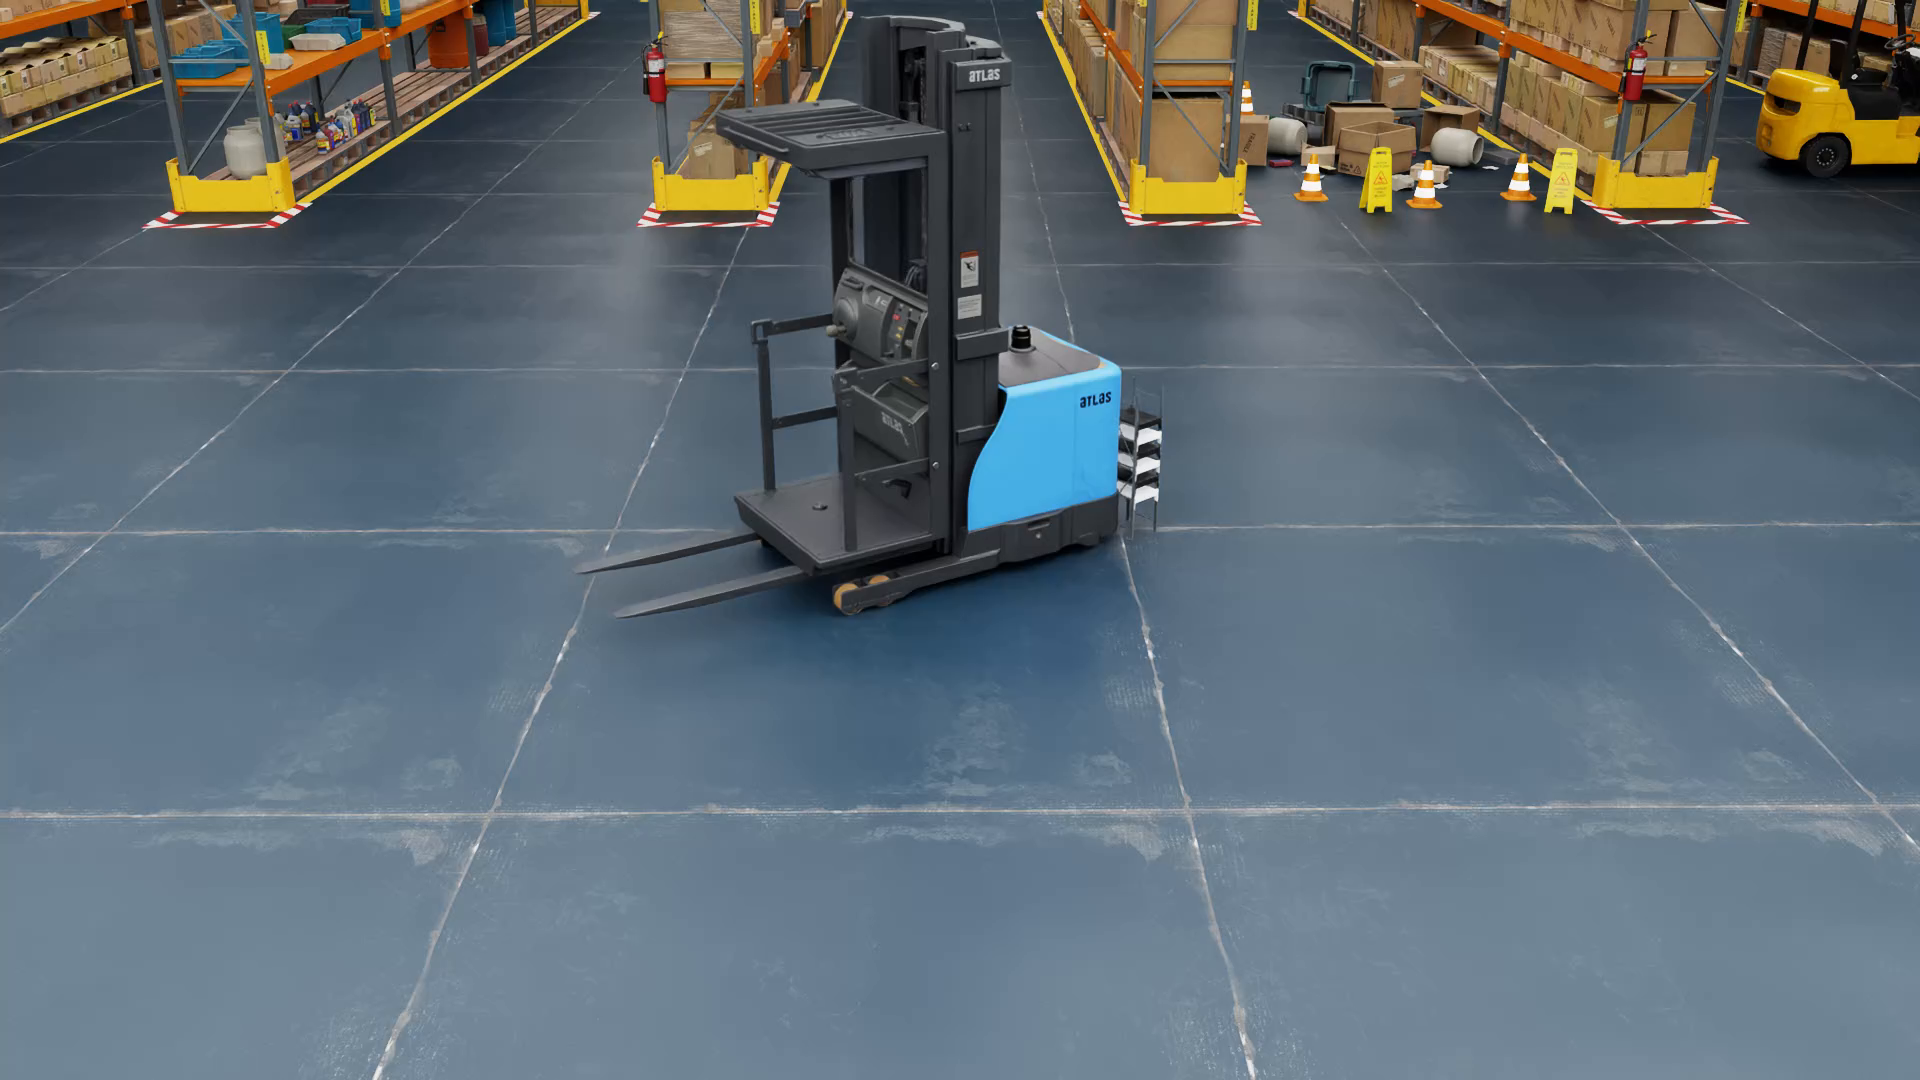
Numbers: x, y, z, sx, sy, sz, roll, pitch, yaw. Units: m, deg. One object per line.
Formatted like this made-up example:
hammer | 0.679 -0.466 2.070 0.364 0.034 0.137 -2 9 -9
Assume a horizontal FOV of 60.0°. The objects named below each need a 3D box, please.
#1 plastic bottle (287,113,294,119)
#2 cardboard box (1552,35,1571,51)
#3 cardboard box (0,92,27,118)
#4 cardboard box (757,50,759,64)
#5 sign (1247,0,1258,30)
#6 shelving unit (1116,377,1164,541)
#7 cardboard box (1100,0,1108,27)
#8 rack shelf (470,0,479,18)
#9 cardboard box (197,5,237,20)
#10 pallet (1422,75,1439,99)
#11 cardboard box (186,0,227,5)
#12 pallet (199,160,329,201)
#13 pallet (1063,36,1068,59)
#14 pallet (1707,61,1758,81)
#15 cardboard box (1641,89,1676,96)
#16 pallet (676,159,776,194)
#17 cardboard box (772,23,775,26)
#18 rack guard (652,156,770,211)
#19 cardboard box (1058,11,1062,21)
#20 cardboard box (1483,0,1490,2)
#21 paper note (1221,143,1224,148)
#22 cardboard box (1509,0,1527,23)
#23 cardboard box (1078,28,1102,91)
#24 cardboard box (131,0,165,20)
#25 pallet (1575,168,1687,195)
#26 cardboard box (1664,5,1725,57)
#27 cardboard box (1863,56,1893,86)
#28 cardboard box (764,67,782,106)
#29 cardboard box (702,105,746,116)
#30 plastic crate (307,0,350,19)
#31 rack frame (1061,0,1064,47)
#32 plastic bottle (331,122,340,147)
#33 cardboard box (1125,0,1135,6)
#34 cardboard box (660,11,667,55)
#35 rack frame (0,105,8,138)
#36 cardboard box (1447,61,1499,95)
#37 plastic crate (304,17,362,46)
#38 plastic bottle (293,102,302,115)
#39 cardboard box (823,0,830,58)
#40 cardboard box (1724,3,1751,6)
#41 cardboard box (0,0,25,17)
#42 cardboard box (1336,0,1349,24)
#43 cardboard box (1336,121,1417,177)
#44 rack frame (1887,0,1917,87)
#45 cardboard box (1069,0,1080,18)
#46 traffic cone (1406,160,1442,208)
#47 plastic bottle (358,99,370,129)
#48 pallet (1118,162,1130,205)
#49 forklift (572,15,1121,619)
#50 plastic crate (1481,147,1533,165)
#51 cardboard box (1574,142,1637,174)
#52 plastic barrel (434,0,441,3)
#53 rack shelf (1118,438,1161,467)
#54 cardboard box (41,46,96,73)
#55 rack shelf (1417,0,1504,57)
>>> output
plastic bottle | -7.962 -4.954 19.841 0.097 0.271 0.097 0 24 0
cardboard box | 6.983 -5.660 18.929 0.380 0.149 0.250 0 24 -1
cardboard box | -12.306 -5.555 21.219 0.500 0.250 0.500 -1 24 -2
cardboard box | -2.360 -5.157 17.817 0.380 0.149 0.250 0 24 -1
sign | 2.915 -5.255 16.582 0.100 0.325 0.005 0 24 -1
shelving unit | 1.007 -0.469 9.695 0.210 0.900 0.258 -20 31 -37
cardboard box | 2.044 -6.732 20.873 0.500 0.500 0.500 0 24 -1
rack shelf | -7.662 -8.614 26.029 1.077 0.370 4.000 0 24 -1
cardboard box | -12.345 -8.605 27.635 0.500 0.500 0.500 0 24 -1
pallet | 7.229 -6.592 24.069 1.003 0.211 1.213 0 24 -1
cardboard box | -12.927 -9.040 28.598 0.500 0.500 0.500 0 24 -1
pallet | -7.604 -3.917 18.154 1.003 0.211 1.213 0 24 -1
pallet | 2.239 -8.178 27.575 1.003 0.211 1.213 0 24 -1
pallet | 12.215 -7.246 25.515 1.003 0.211 1.213 0 24 -1
cardboard box | 7.566 -4.727 18.479 0.500 0.500 0.500 -1 24 -3
pallet | -2.575 -3.939 18.204 1.003 0.211 1.213 0 24 -1
cardboard box | -2.412 -6.084 19.866 0.380 0.149 0.250 0 24 -1
rack guard | -2.601 -3.736 17.404 1.175 0.500 0.348 0 24 -1
cardboard box | 1.893 -9.037 28.679 0.380 0.149 0.250 -1 24 -3
cardboard box | 6.960 -7.039 21.468 0.380 0.149 0.250 -1 24 -1
paper note | 3.230 -4.847 20.429 0.147 0.020 0.142 -19 31 -36
cardboard box | 6.991 -6.535 20.077 0.500 0.500 0.500 0 24 -1
cardboard box | 2.203 -6.675 23.090 1.050 0.750 0.750 0 24 0
cardboard box | -12.859 -8.329 26.116 0.500 0.250 0.500 -1 24 -2
pallet | 7.335 -3.984 18.302 1.003 0.211 1.213 0 24 -1
cardboard box | 7.581 -5.266 17.270 0.500 0.500 0.500 -1 24 -1
cardboard box | 12.212 -5.885 21.493 0.875 0.625 0.625 1 24 2
cardboard box | -2.629 -5.806 21.448 0.700 0.500 0.500 -2 24 -5
cardboard box | -2.619 -4.658 18.932 0.500 0.500 0.500 2 24 4
plastic crate | -7.908 -6.697 20.839 0.402 0.464 0.583 0 24 -1
rack frame | 2.229 -9.769 27.710 1.000 3.000 0.127 0 24 -1
plastic bottle | -7.266 -4.710 19.300 0.097 0.271 0.097 0 24 0
cardboard box | 2.291 -6.213 18.355 0.875 0.550 0.500 0 24 -1
cardboard box | -2.704 -5.457 17.693 0.875 0.500 0.500 0 24 -1
rack frame | -12.550 -6.449 20.369 1.000 3.000 0.127 0 24 -1
cardboard box | 7.237 -6.329 22.783 0.950 0.372 0.625 1 24 1
plastic crate | -7.313 -5.947 19.439 0.499 0.251 0.616 0 24 -1
plastic bottle | -8.003 -5.129 20.130 0.144 0.351 0.185 0 24 1
cardboard box | -2.676 -8.015 25.901 1.225 0.875 0.875 0 24 0
cardboard box | 12.491 -8.521 26.687 0.380 0.149 0.250 0 24 0
cardboard box | -12.548 -7.028 21.528 0.500 0.500 0.500 1 24 3
cardboard box | 7.268 -9.485 29.681 0.875 0.438 0.875 -1 24 -2
cardboard box | 4.758 -4.463 19.007 0.797 0.503 0.637 -19 31 -36
rack frame | 12.229 -6.560 20.615 1.000 3.000 0.127 0 24 -1
cardboard box | 1.983 -8.428 26.358 0.500 0.250 0.500 1 24 1
traffic cone | 4.908 -3.759 17.499 0.336 0.463 0.334 0 24 -1
plastic bottle | -7.301 -5.199 20.286 0.144 0.351 0.185 -1 24 -2
pallet | 2.273 -3.883 18.079 1.003 0.211 1.213 0 24 -1
forklift | -0.606 -1.183 8.809 3.031 2.935 1.130 -14 28 -28
plastic crate | 6.463 -4.555 19.725 0.402 0.080 0.583 -9 26 -19
cardboard box | 7.031 -4.168 18.154 0.500 0.250 0.500 0 24 -1
plastic barrel | -7.416 -7.746 23.101 0.421 0.512 0.421 0 24 0
rack shelf | 1.007 -0.521 9.672 0.200 0.077 0.258 -20 31 -37
cardboard box | -12.327 -6.654 22.969 0.500 0.311 0.500 0 24 -1
rack shelf | 7.244 -7.033 22.533 1.077 0.370 4.000 0 24 -1
